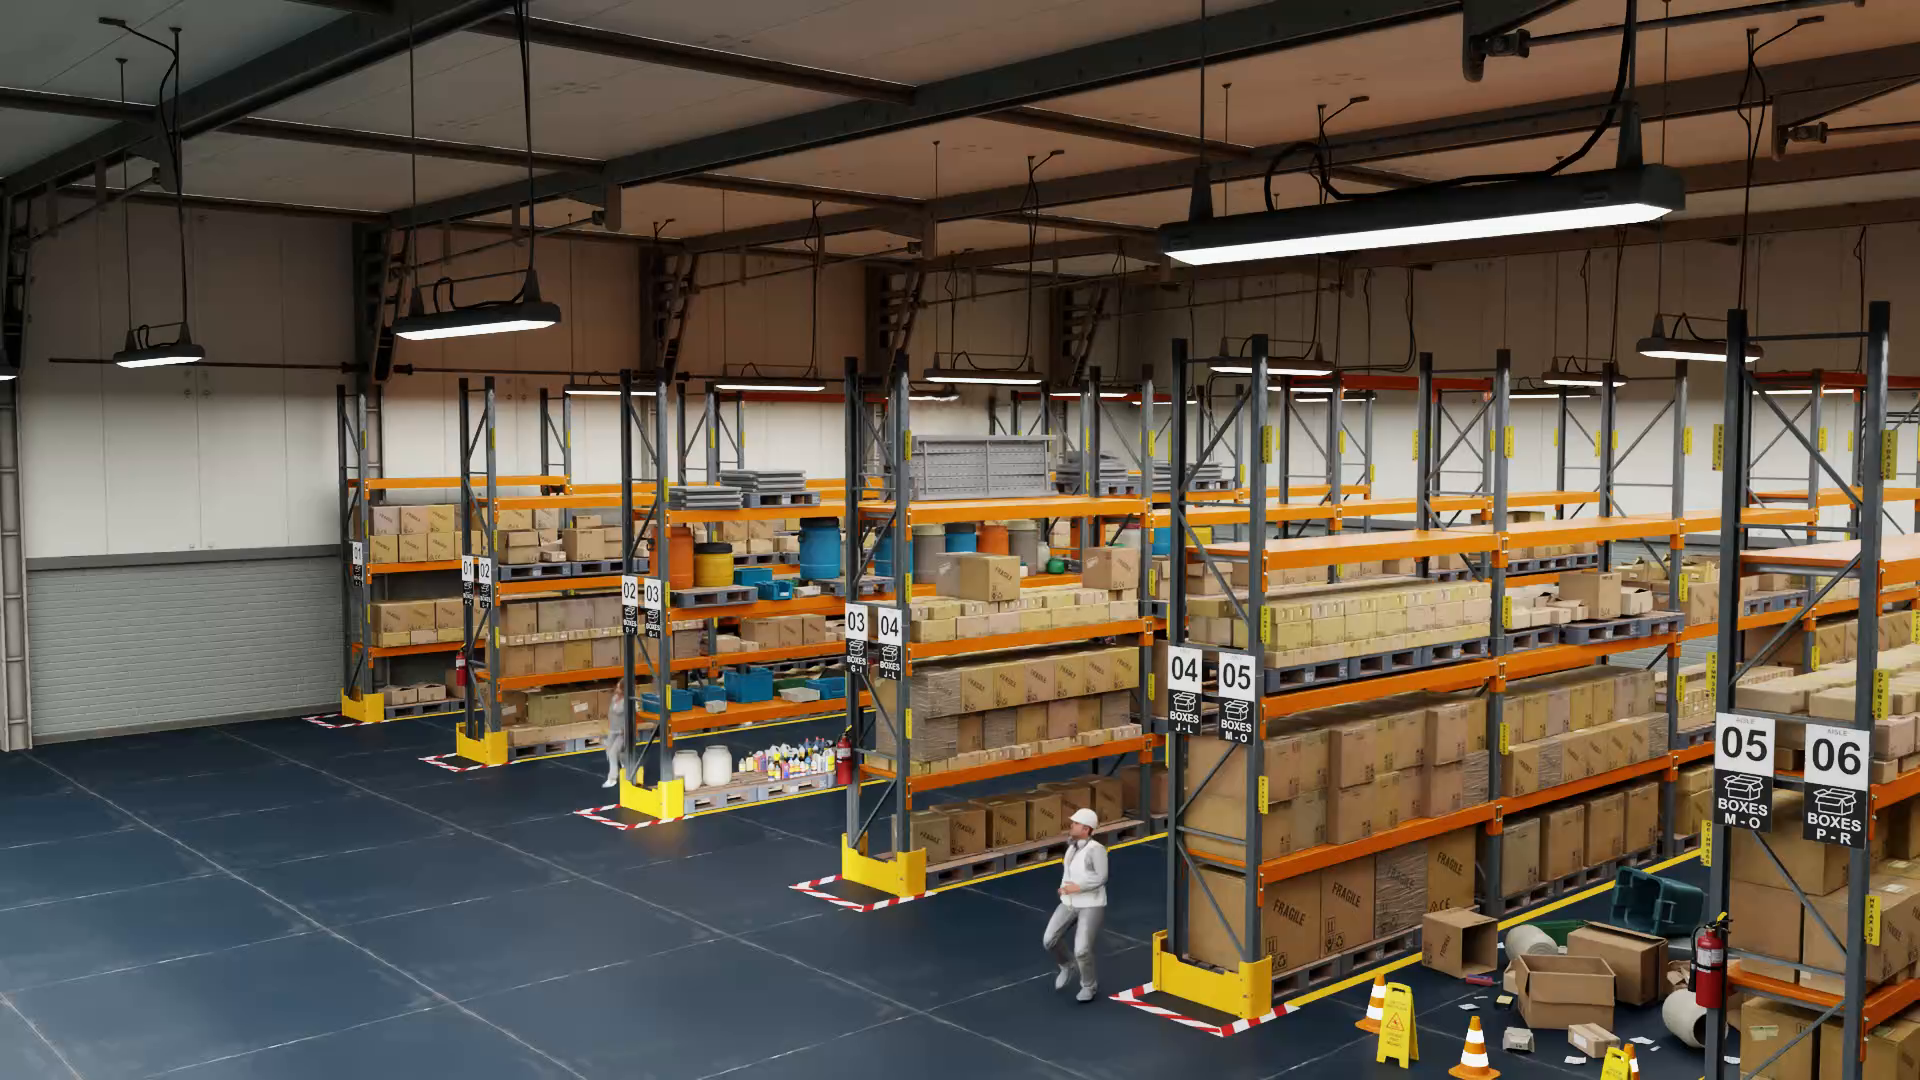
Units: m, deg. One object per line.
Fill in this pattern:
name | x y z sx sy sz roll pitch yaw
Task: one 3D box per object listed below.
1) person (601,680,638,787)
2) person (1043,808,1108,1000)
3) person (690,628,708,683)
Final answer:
person | -4.893 2.860 24.253 0.564 1.489 0.578 2 4 30
person | 1.055 3.314 15.297 0.812 1.693 0.707 3 5 42
person | -4.971 2.293 31.519 0.504 1.638 0.711 3 5 38
